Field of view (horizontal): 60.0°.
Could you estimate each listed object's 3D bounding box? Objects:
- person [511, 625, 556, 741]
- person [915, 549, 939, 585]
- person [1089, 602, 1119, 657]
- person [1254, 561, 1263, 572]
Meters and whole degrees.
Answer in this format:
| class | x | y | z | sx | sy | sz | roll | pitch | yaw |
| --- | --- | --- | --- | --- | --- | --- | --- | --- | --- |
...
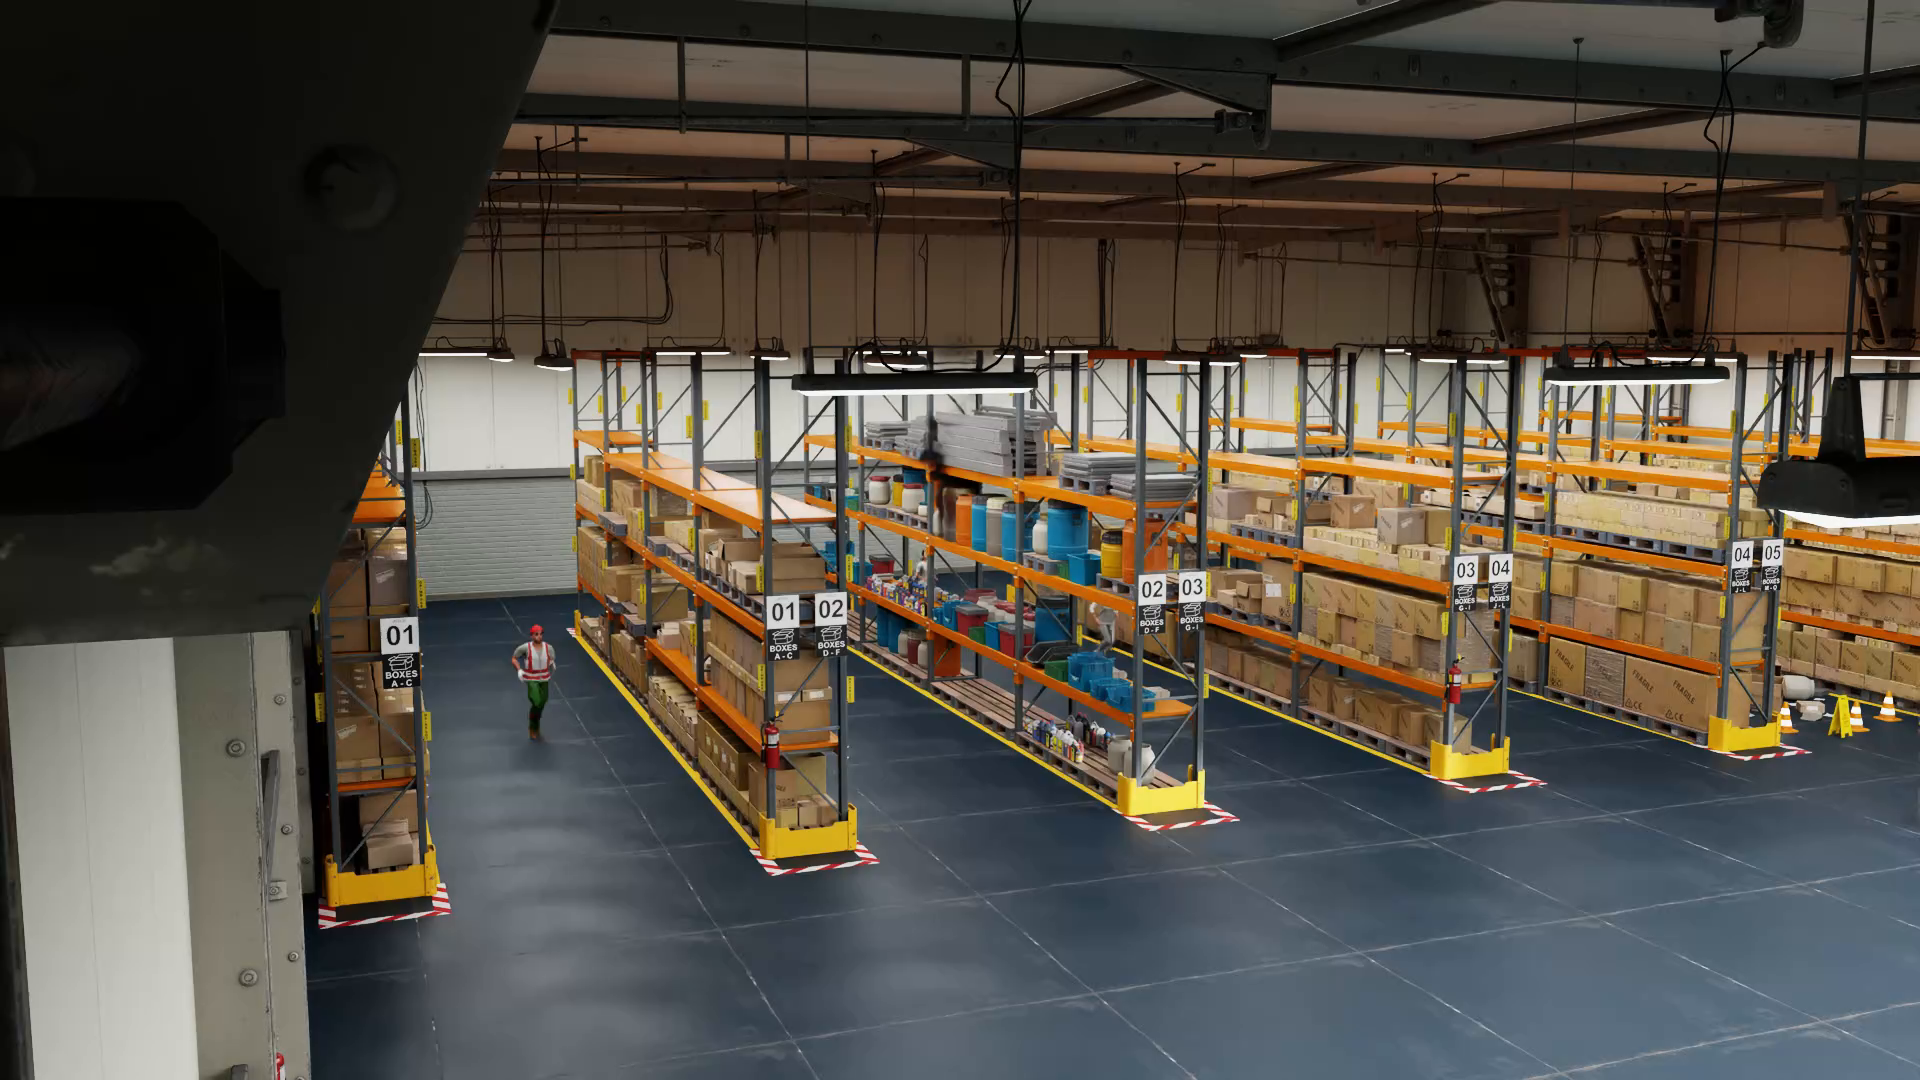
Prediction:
| class | x | y | z | sx | sy | sz | roll | pitch | yaw |
| --- | --- | --- | --- | --- | --- | --- | --- | --- | --- |
| person | -6.601 | 2.228 | 25.996 | 0.632 | 1.805 | 0.724 | -6 | 9 | -38 |
| person | -0.723 | 1.013 | 36.389 | 0.580 | 1.648 | 0.786 | -5 | 9 | -34 |
| person | 2.704 | 1.537 | 30.593 | 0.547 | 1.504 | 0.495 | -4 | 8 | -30 |
| person | 7.820 | 0.231 | 42.096 | 0.849 | 1.812 | 0.679 | -3 | 8 | -20 |
